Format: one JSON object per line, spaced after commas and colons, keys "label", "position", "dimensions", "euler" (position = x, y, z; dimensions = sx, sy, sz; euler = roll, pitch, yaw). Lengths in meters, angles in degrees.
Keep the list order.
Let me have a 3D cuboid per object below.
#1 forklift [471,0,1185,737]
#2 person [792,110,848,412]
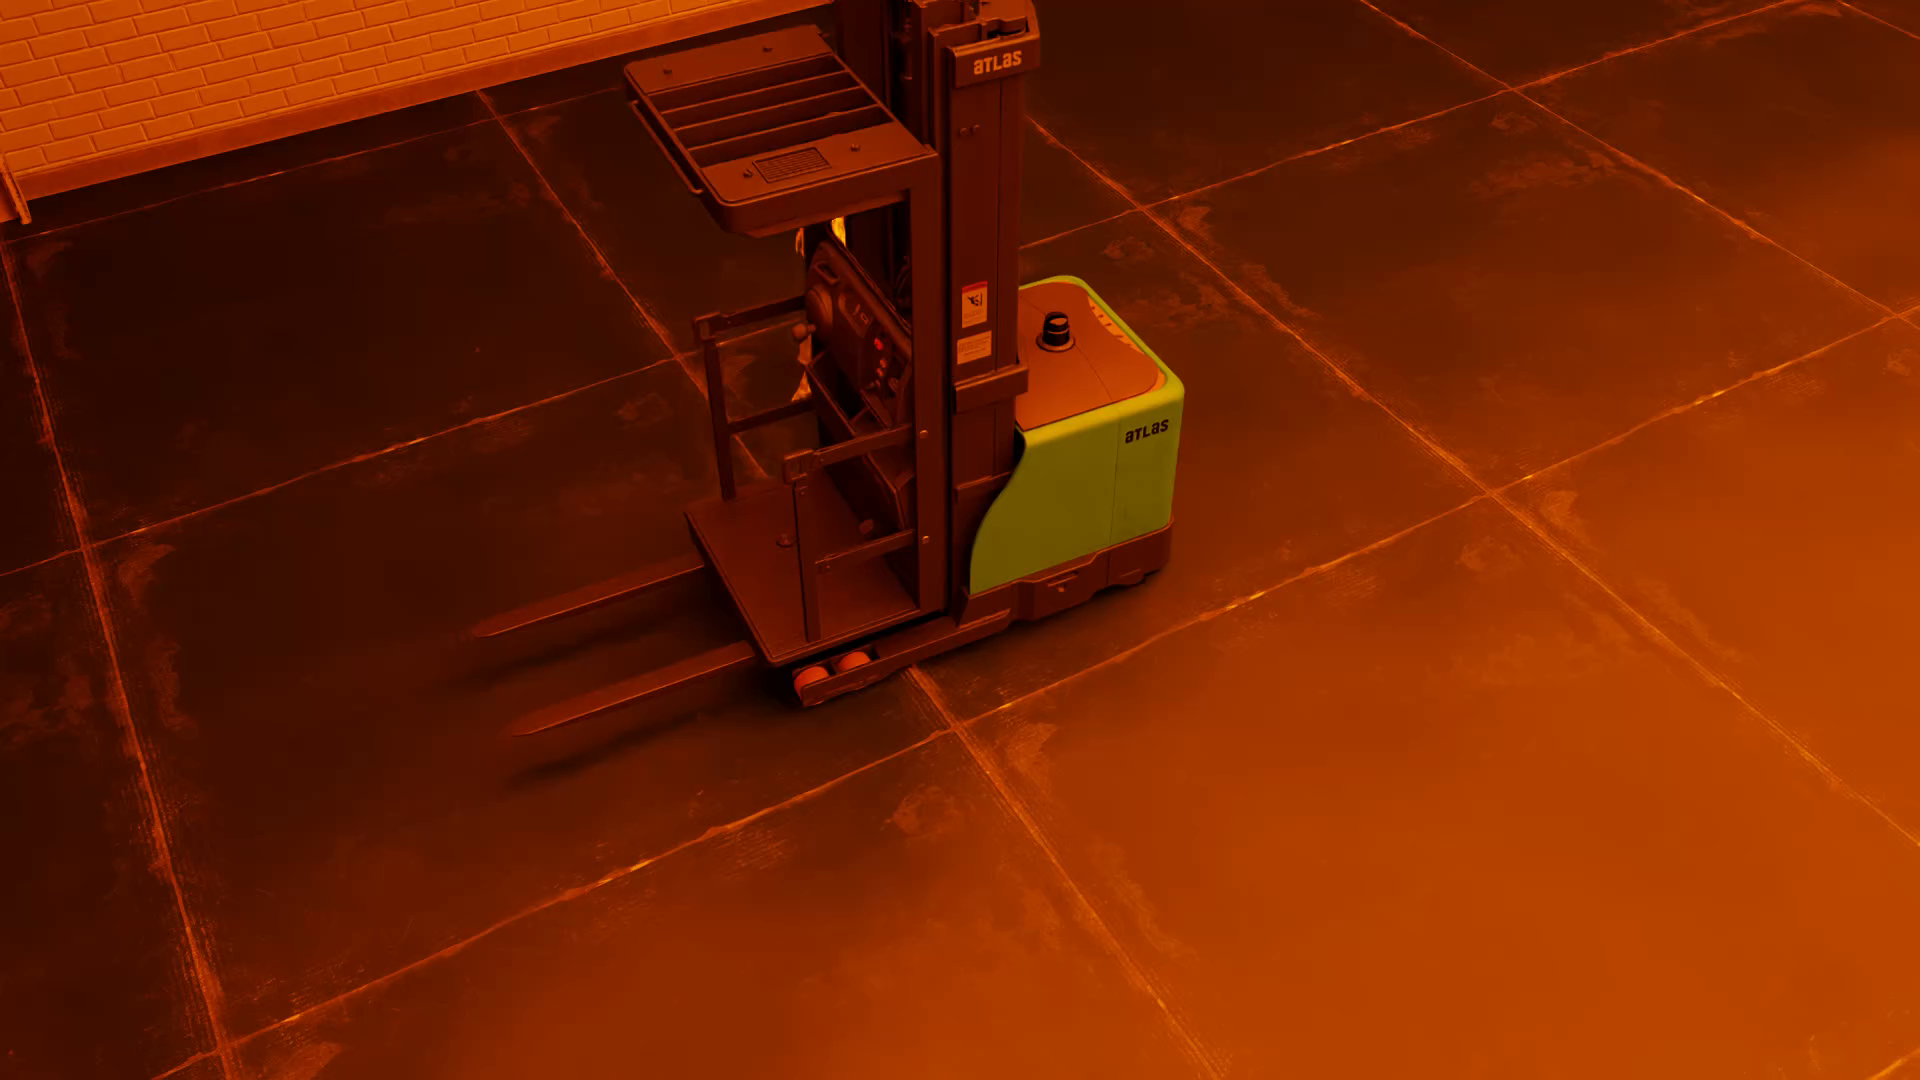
{"label": "forklift", "position": [-0.589, -0.783, 6.542], "dimensions": [3.031, 2.935, 1.130], "euler": [-19, 46, -19]}
{"label": "person", "position": [-0.683, -1.371, 8.150], "dimensions": [0.462, 1.641, 0.795], "euler": [-15, 45, -15]}
